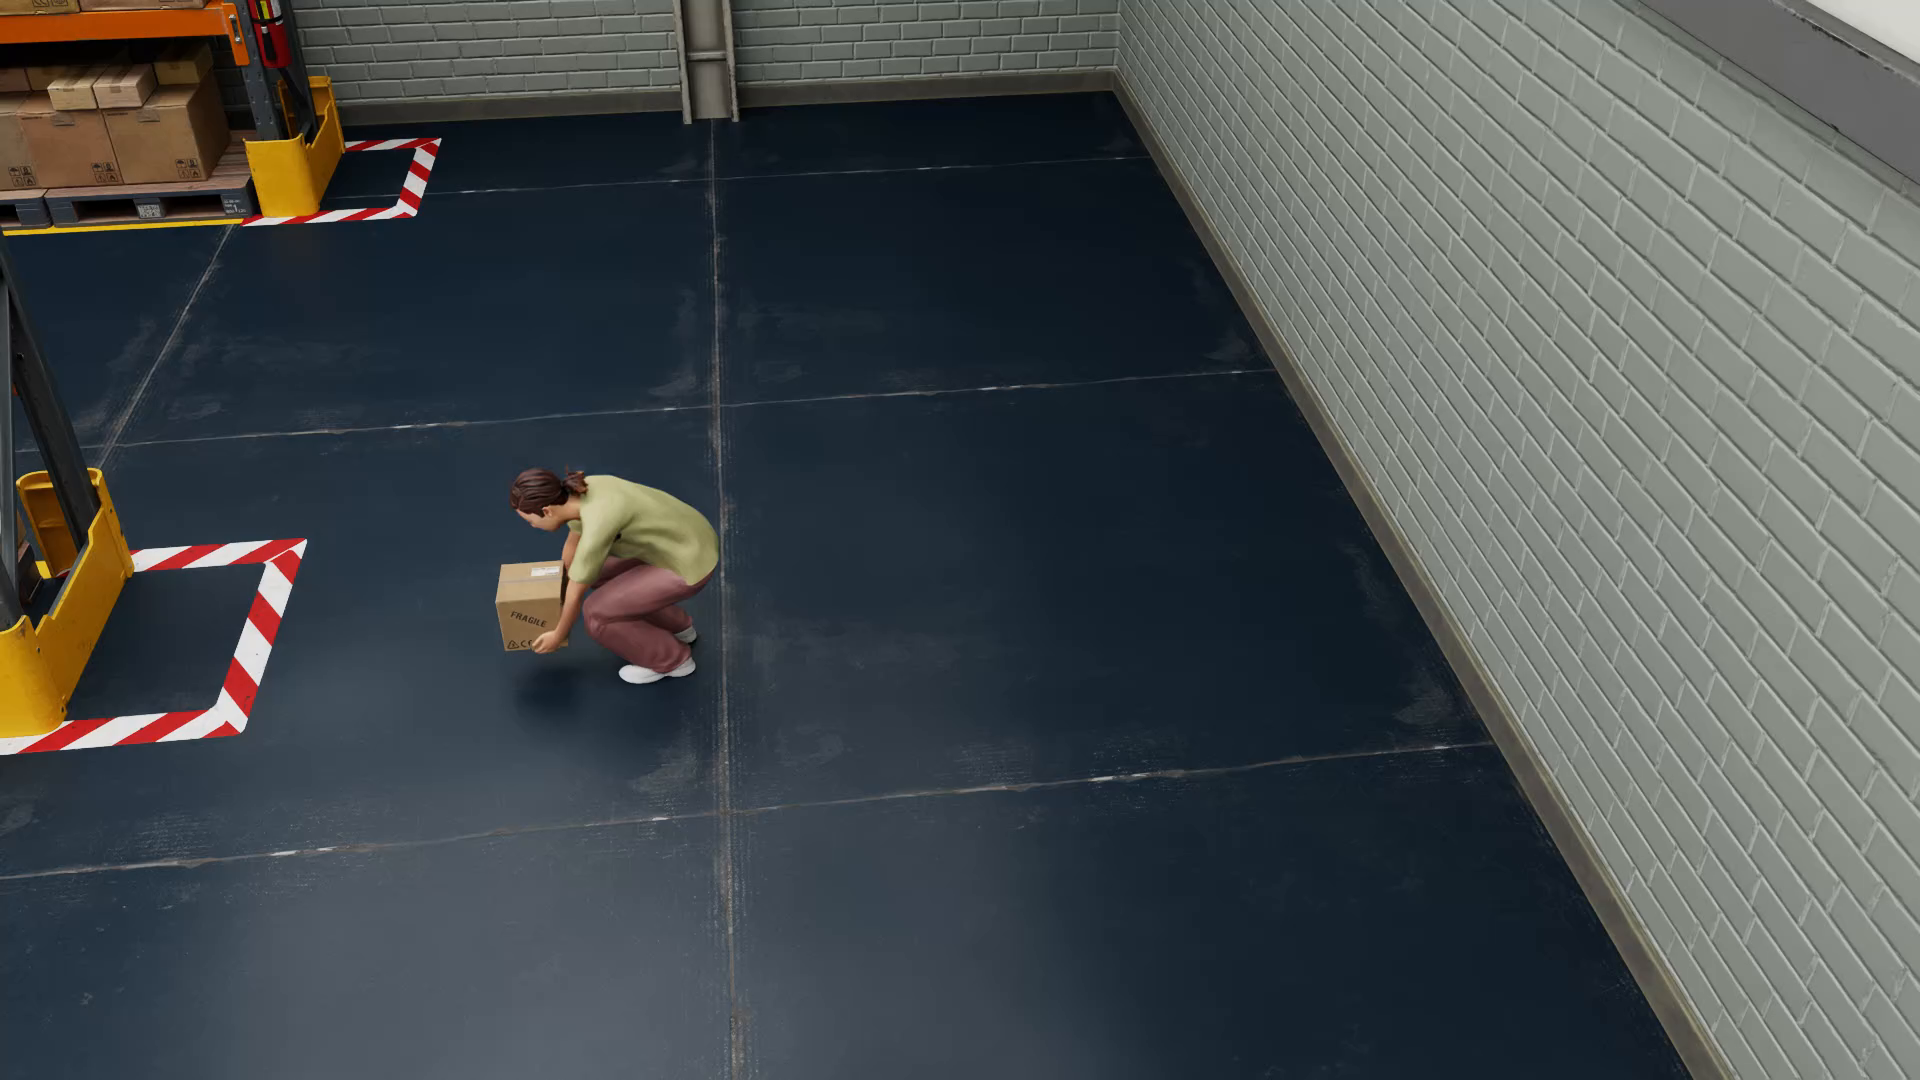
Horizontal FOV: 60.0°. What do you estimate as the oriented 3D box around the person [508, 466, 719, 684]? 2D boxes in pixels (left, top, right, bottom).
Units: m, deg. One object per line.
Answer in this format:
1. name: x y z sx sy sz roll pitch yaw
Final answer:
1. person: -1.340 0.109 6.590 0.774 0.991 0.497 -5 35 -6
